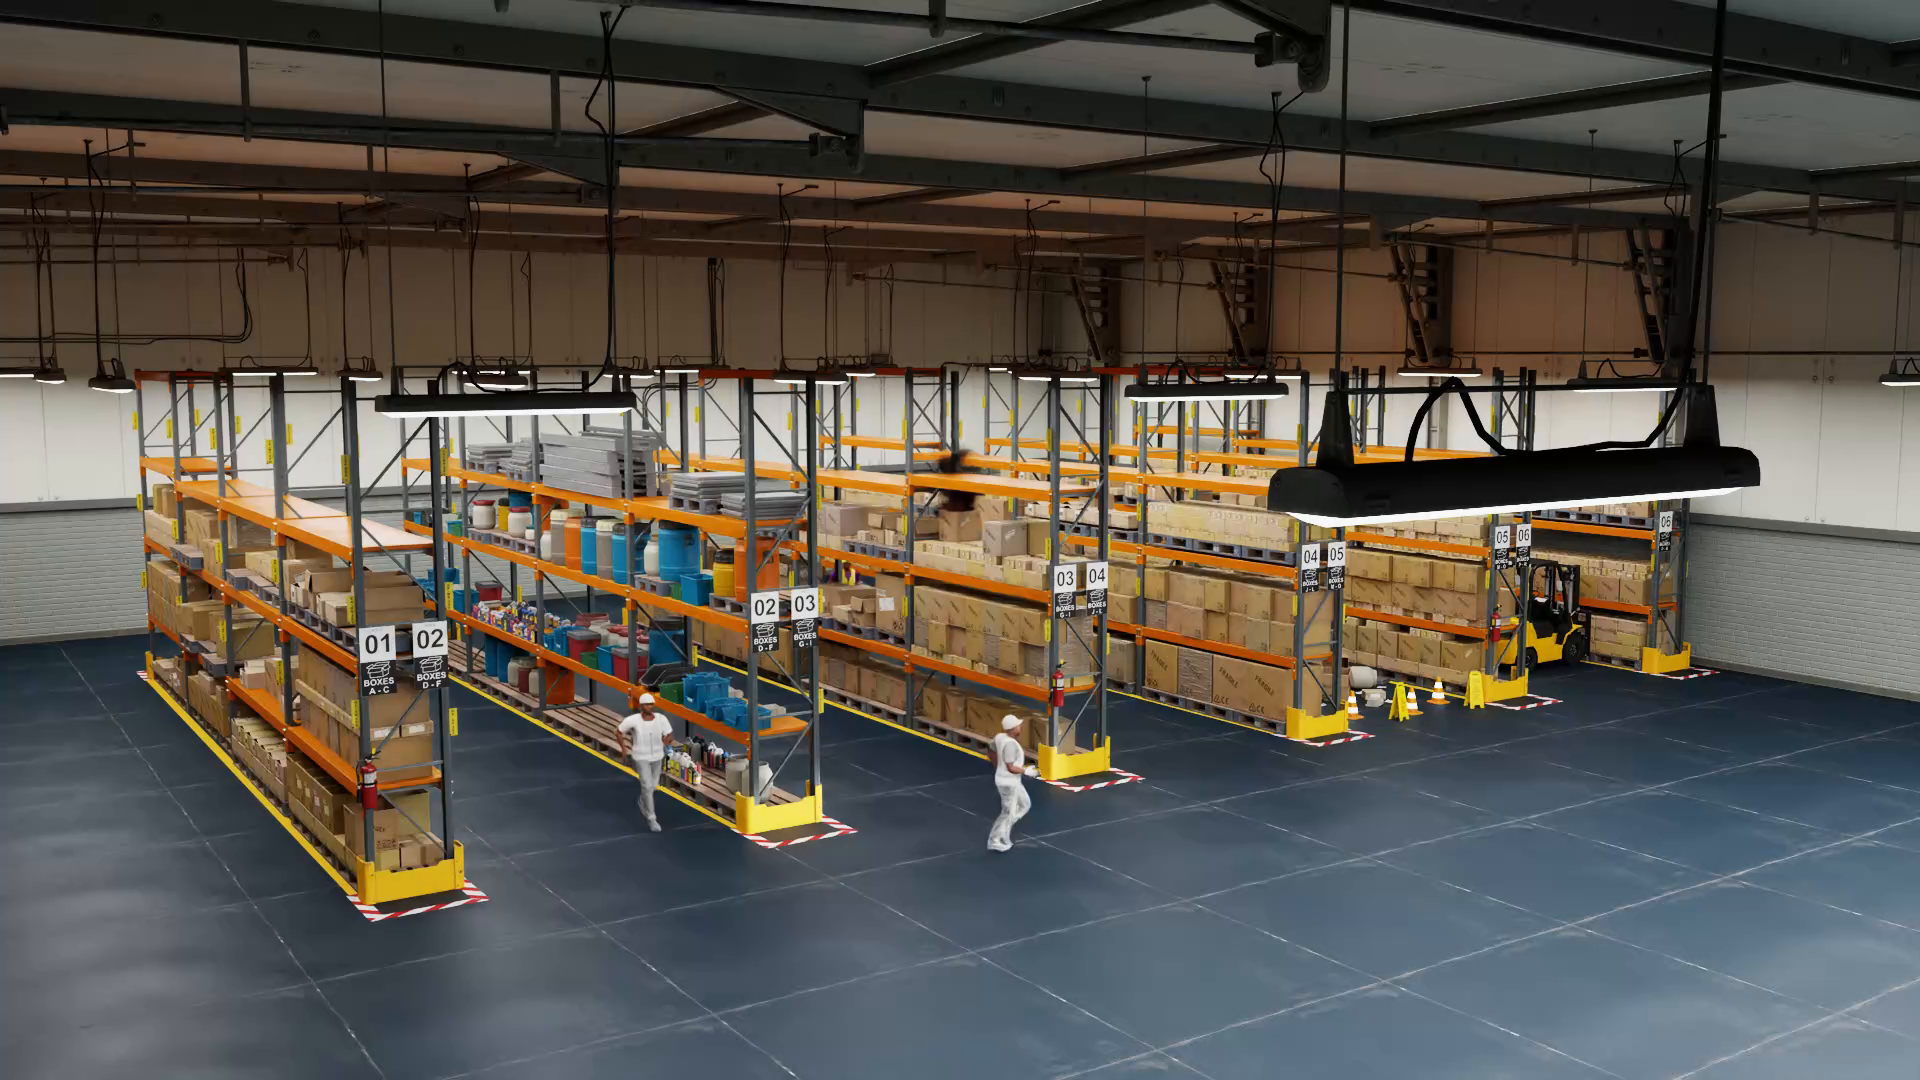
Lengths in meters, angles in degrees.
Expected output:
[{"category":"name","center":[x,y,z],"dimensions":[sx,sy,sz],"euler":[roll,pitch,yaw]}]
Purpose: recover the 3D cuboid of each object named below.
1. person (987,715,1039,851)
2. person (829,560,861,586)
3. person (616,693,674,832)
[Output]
[{"category":"person","center":[0.668,3.078,21.090],"dimensions":[0.656,1.756,0.660],"euler":[0,6,-2]},{"category":"person","center":[-2.517,1.278,37.196],"dimensions":[0.664,1.800,0.718],"euler":[-4,8,-31]},{"category":"person","center":[-4.162,2.919,22.204],"dimensions":[0.705,1.760,0.966],"euler":[-4,8,-33]}]
